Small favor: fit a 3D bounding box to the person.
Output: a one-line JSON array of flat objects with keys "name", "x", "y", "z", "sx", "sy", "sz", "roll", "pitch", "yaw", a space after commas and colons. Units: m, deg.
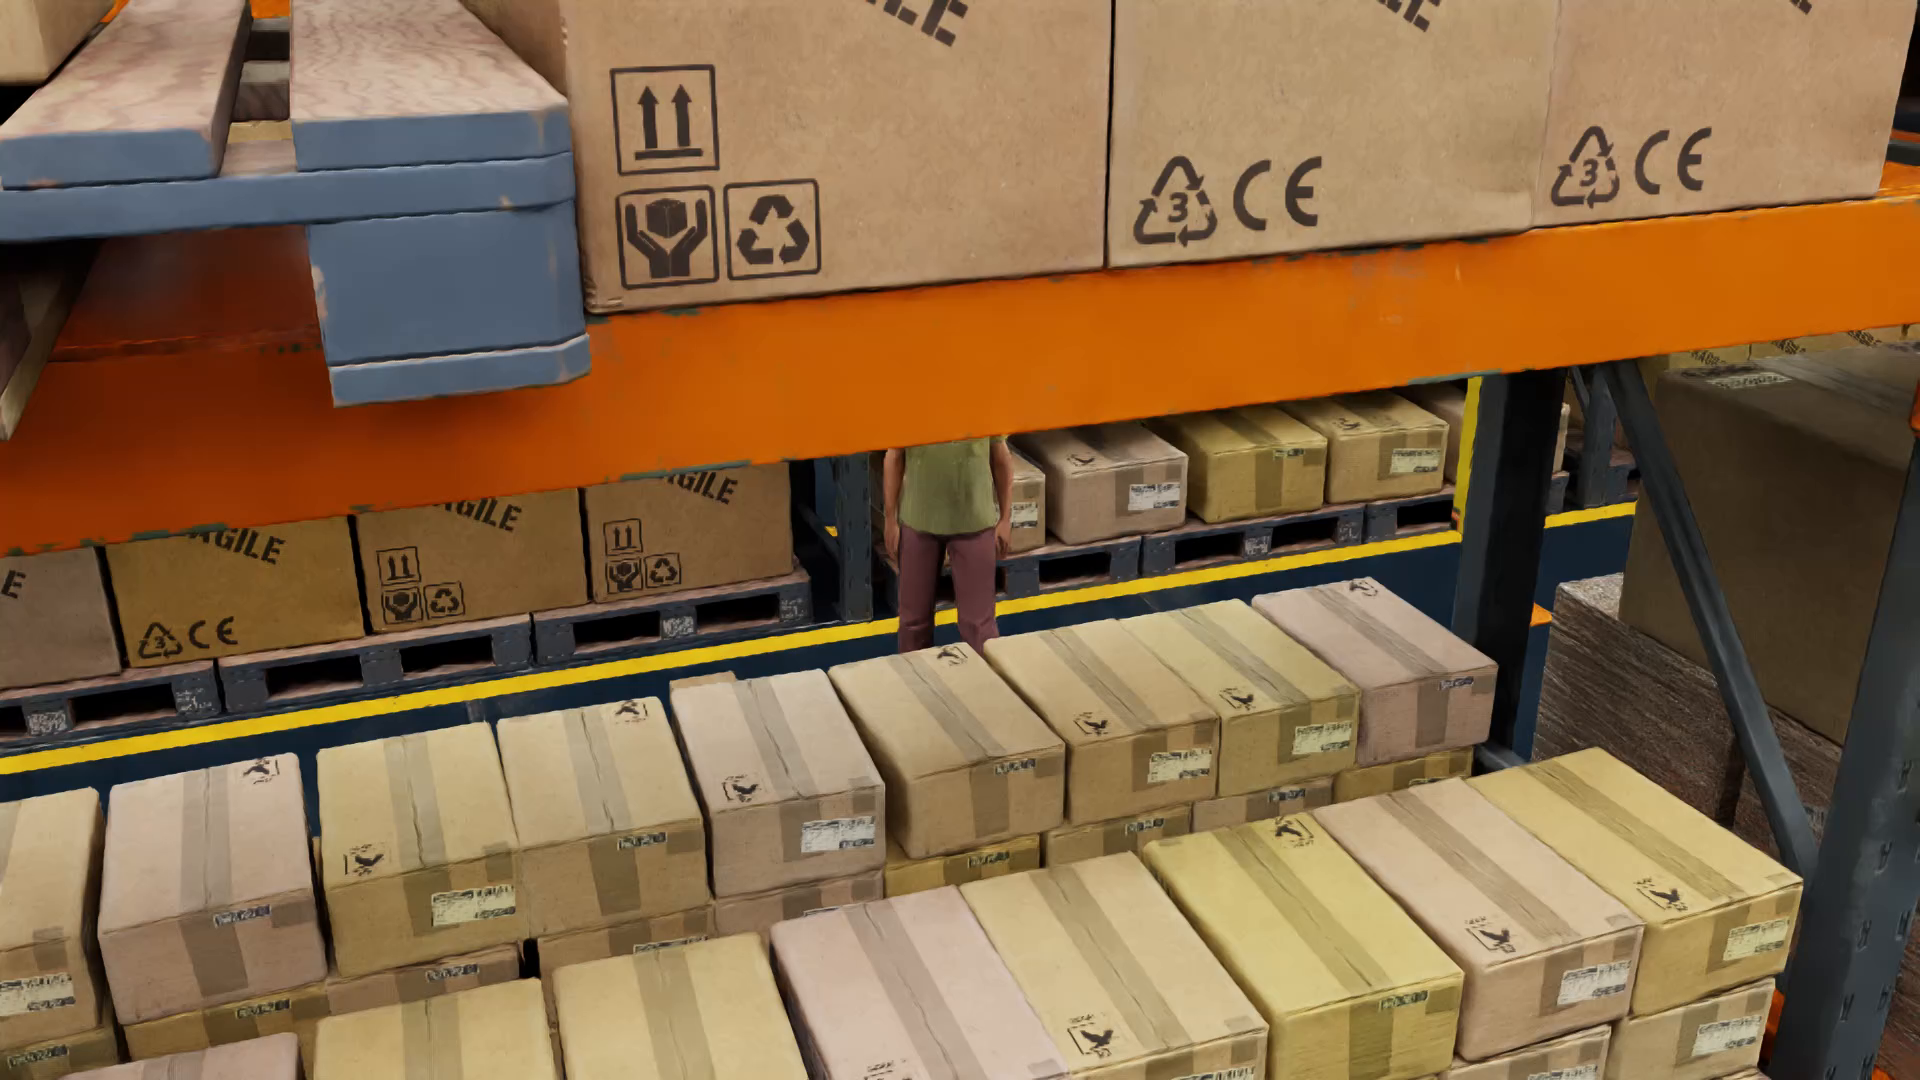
[{"name": "person", "x": -0.066, "y": 0.026, "z": 6.129, "sx": 0.478, "sy": 1.579, "sz": 0.459, "roll": 5, "pitch": 23, "yaw": 11}]
